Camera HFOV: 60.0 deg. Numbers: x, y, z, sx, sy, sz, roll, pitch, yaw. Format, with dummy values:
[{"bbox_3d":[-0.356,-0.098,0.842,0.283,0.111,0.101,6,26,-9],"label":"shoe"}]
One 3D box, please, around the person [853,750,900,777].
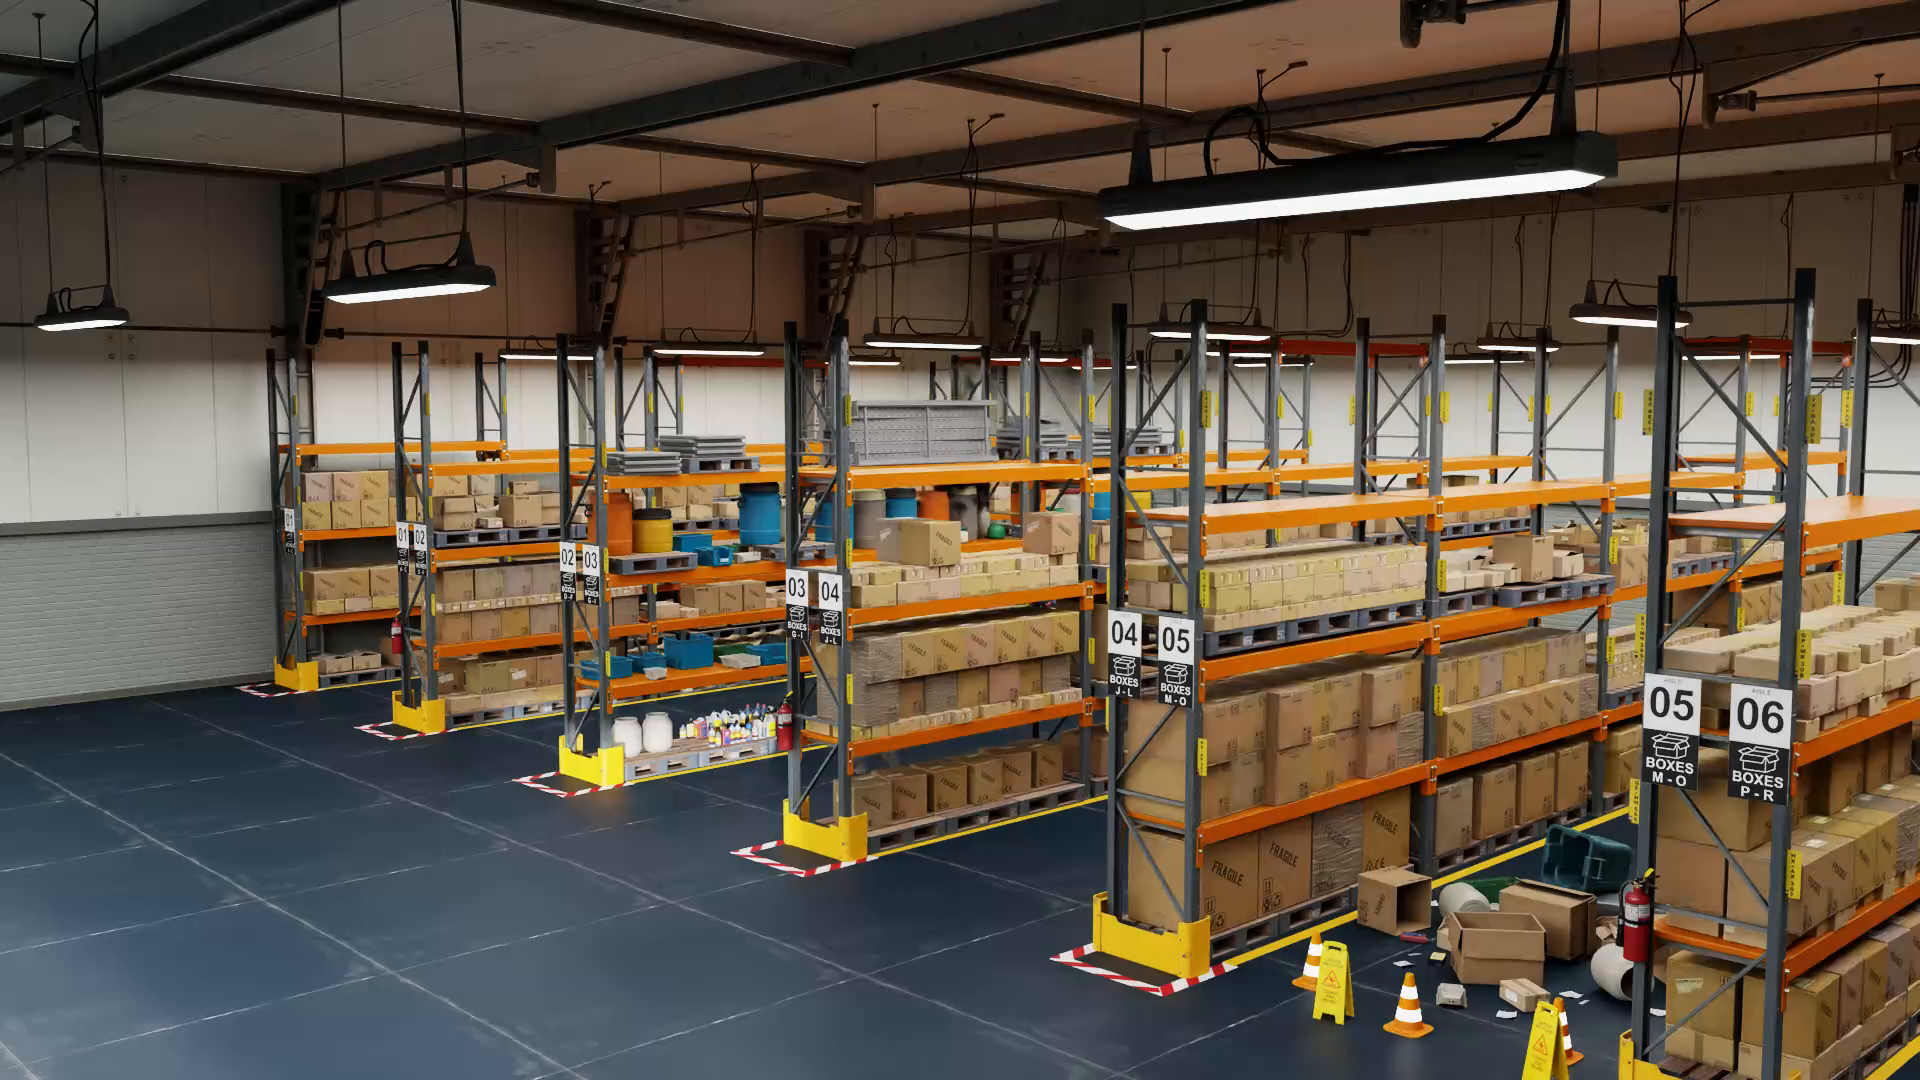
[{"bbox_3d":[-1.163,2.408,21.912,0.934,1.745,0.686,-5,7,-43],"label":"person"}]
